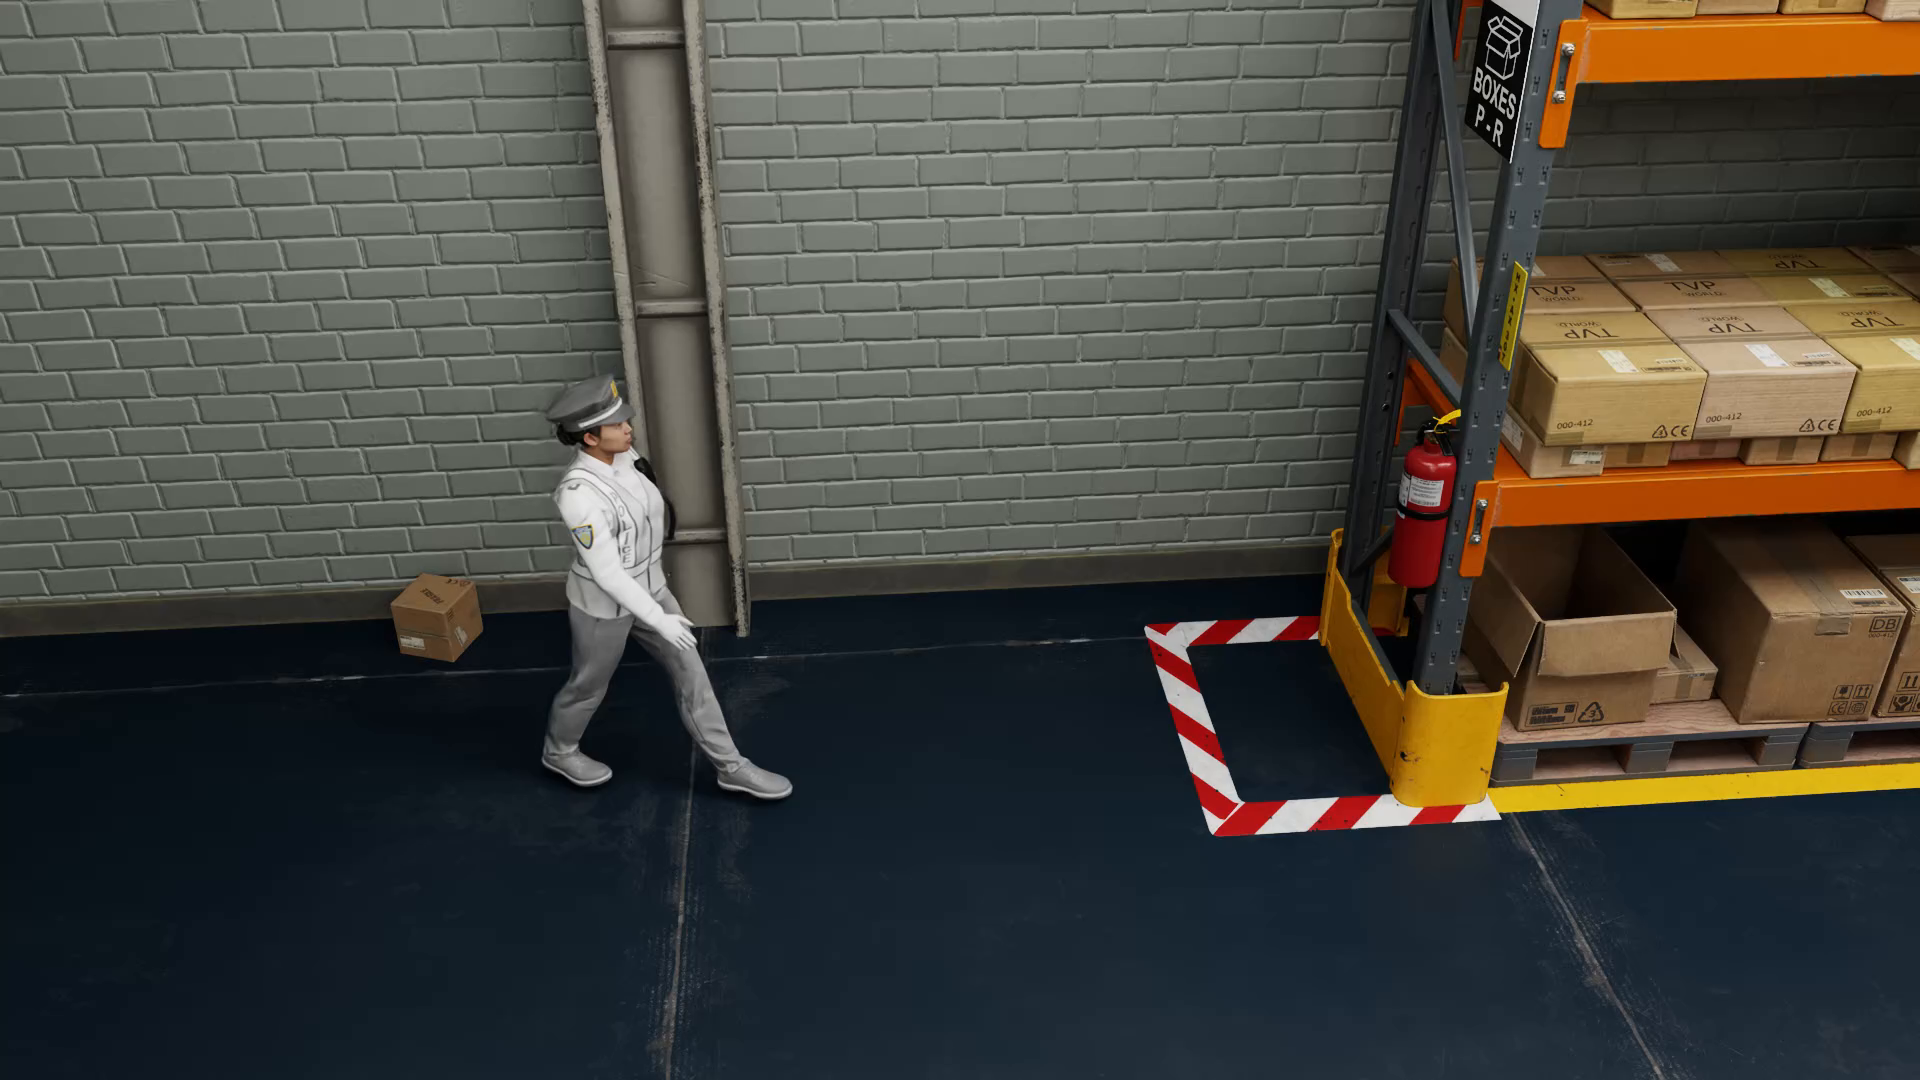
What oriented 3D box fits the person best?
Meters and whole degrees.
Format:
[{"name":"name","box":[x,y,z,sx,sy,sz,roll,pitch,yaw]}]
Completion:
[{"name":"person","box":[-1.091,0.199,5.752,0.956,1.635,0.489,10,33,16]}]
